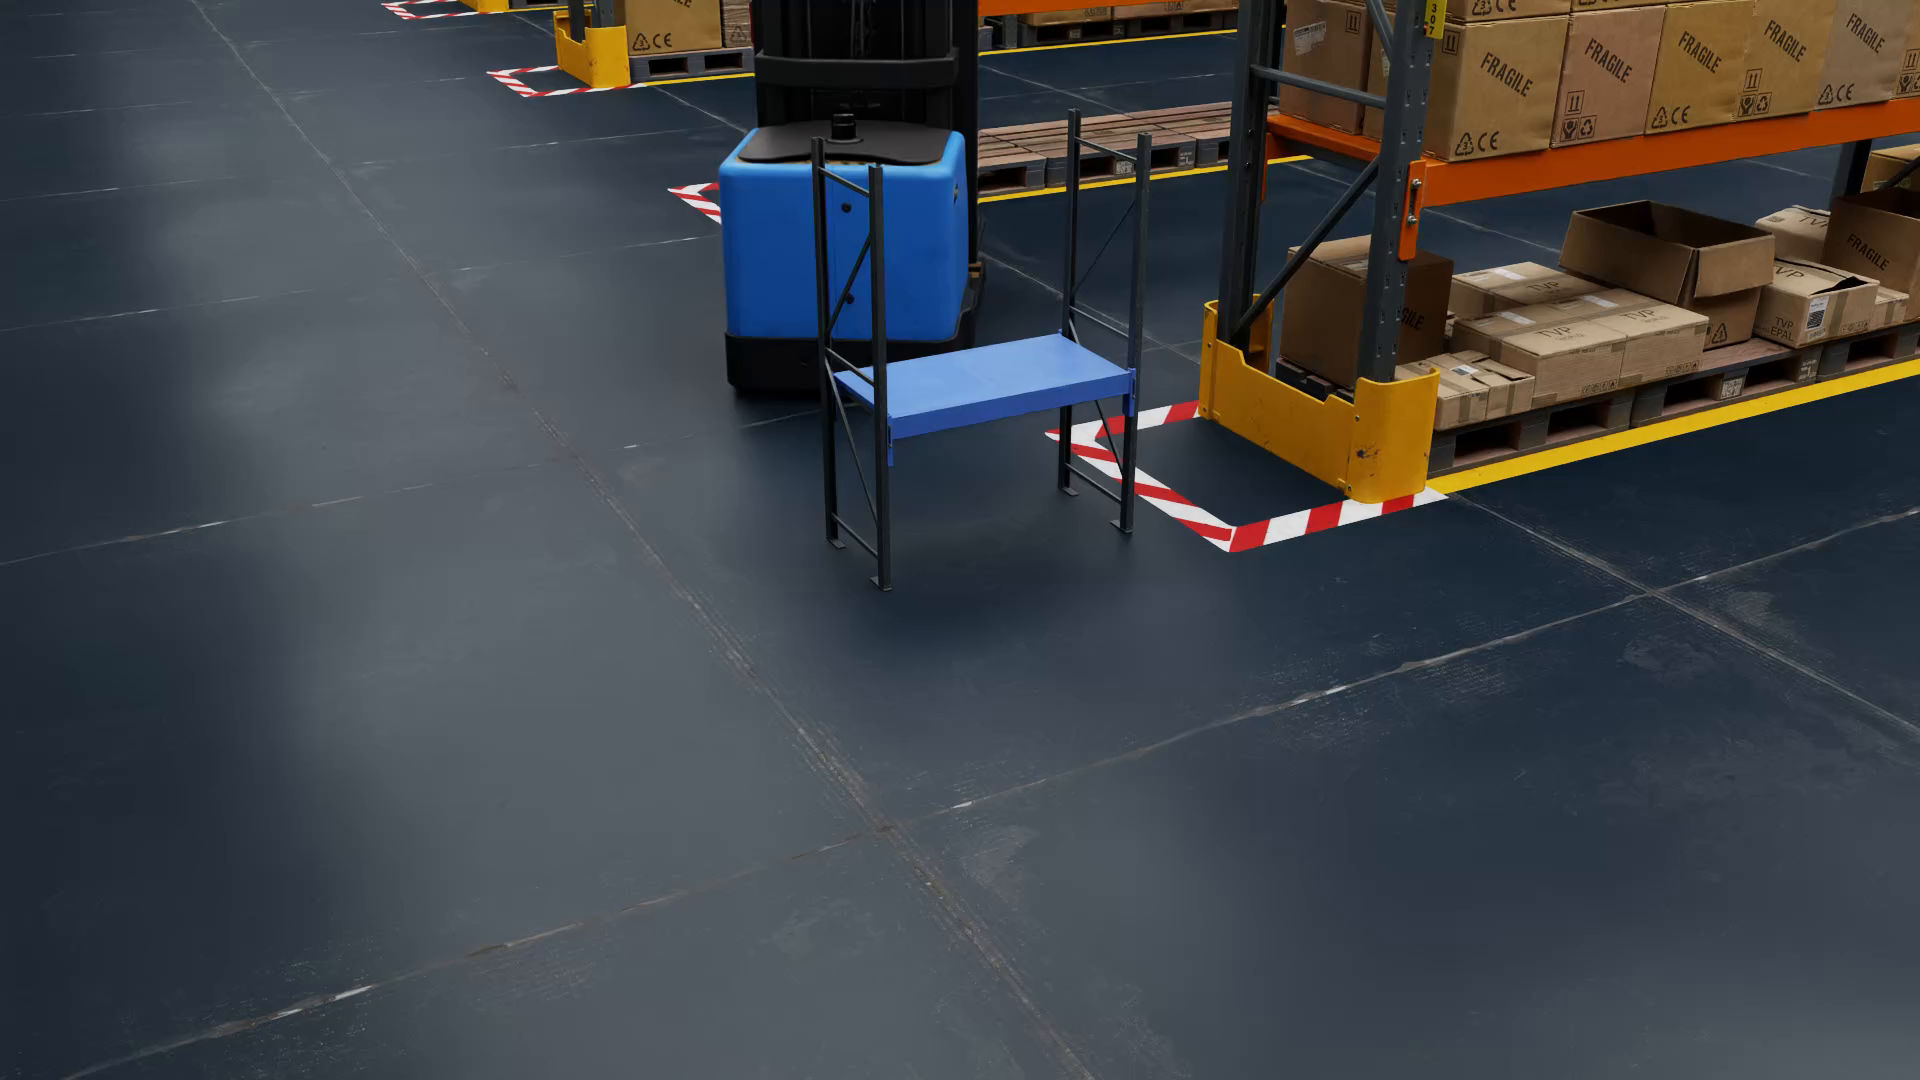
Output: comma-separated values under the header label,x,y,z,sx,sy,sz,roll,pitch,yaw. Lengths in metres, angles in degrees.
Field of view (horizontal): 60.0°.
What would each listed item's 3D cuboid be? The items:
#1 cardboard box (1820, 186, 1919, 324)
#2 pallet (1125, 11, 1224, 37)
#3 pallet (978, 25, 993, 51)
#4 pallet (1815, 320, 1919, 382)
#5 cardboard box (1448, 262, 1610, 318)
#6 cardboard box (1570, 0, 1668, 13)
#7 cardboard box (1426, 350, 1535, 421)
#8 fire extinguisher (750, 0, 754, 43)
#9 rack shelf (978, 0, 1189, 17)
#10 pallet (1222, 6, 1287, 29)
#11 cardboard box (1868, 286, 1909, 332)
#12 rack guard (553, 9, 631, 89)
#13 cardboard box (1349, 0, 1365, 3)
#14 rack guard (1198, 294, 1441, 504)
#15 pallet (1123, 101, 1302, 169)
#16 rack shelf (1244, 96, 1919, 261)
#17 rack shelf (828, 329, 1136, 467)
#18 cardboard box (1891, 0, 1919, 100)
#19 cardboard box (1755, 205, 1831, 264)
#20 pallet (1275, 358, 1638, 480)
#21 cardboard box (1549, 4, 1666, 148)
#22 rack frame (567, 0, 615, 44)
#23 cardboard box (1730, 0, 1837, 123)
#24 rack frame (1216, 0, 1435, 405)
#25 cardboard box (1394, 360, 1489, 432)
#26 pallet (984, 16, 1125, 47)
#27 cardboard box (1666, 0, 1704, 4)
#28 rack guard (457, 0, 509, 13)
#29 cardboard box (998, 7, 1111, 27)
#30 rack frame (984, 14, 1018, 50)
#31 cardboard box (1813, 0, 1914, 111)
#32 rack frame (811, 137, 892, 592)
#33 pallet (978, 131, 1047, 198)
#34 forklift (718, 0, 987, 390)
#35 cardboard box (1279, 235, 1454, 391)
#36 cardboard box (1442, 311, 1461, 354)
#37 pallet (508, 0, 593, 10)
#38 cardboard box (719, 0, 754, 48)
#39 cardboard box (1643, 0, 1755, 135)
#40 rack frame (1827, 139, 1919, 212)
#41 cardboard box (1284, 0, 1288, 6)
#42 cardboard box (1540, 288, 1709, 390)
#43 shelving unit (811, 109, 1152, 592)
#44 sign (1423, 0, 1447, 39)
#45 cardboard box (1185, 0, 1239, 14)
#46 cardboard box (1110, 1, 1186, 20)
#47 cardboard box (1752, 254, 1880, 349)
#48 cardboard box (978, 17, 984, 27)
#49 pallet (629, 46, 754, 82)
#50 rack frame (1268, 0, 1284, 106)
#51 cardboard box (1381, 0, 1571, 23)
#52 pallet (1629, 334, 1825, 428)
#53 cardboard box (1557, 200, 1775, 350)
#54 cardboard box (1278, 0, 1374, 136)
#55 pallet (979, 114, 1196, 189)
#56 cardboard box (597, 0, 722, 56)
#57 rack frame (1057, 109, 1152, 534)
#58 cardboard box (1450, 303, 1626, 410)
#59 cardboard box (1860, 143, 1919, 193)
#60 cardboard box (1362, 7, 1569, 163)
label,x,y,z,sx,sy,sz,roll,pitch,yaw
cardboard box,4.559,-1.388,8.055,0.500,0.500,0.500,-13,29,-25
pallet,1.993,-5.504,17.470,1.213,0.211,1.003,-13,29,-25
pallet,-0.438,-4.943,16.301,1.213,0.211,1.003,-13,29,-25
pallet,4.322,-1.144,8.390,1.213,0.211,1.003,-13,29,-25
cardboard box,2.615,-1.072,7.686,0.500,0.250,0.500,-13,29,-25
cardboard box,2.372,-2.321,6.348,0.500,0.500,0.500,-13,28,-25
cardboard box,2.151,-0.652,6.908,0.250,0.166,0.380,-13,29,-25
fire extinguisher,-1.276,-3.559,10.717,0.183,0.674,0.296,-13,29,-25
rack shelf,0.836,-3.702,11.326,4.000,0.370,1.077,-13,29,-25
pallet,3.068,-5.751,17.984,1.213,0.211,1.003,-13,29,-25
cardboard box,4.256,-1.130,7.924,0.250,0.149,0.380,-13,29,-25
rack guard,-3.281,-4.379,14.792,0.348,0.500,1.175,-13,29,-25
cardboard box,1.662,-2.418,6.549,0.500,0.500,0.500,-13,29,-26
rack guard,1.466,-0.615,6.953,0.348,0.500,1.175,-13,29,-25
pallet,1.970,-3.012,12.279,1.213,0.211,1.003,-13,29,-25
rack shelf,3.164,-1.809,7.384,4.000,0.370,1.077,-13,29,-25
rack shelf,0.075,-0.531,6.039,1.000,0.185,0.538,-13,29,-25
cardboard box,4.154,-2.281,7.419,0.500,0.500,0.500,-12,28,-24
cardboard box,4.456,-1.524,8.557,0.500,0.311,0.500,-13,29,-25
pallet,2.169,-0.647,7.355,1.213,0.211,1.003,-13,29,-25
cardboard box,2.367,-1.868,6.560,0.500,0.500,0.500,-13,29,-26
rack frame,-3.259,-5.510,14.261,0.127,3.000,1.000,-13,29,-25
cardboard box,3.253,-2.070,6.981,0.500,0.500,0.500,-13,28,-24
rack frame,1.399,-1.726,6.380,0.127,3.000,1.000,-13,29,-25
cardboard box,1.930,-0.593,6.806,0.250,0.149,0.380,-13,29,-25
pallet,0.916,-5.254,16.949,1.213,0.211,1.003,-13,29,-25
cardboard box,2.816,-2.421,6.556,0.500,0.500,0.500,-13,28,-24
rack guard,-5.437,-6.314,18.823,0.348,0.500,1.175,-13,29,-25
cardboard box,0.825,-5.695,16.615,0.875,0.875,1.225,-13,29,-25
rack frame,0.270,-6.325,15.958,0.127,3.000,1.000,-13,29,-25
cardboard box,3.702,-2.175,7.199,0.500,0.500,0.500,-12,28,-24
rack frame,-0.373,-0.590,5.746,0.032,1.500,0.500,-13,29,-25
pallet,-0.183,-2.515,11.244,1.213,0.211,1.003,-13,29,-25
forklift,-0.436,-2.582,8.242,1.130,2.935,3.031,2,26,4
cardboard box,1.763,-1.003,7.252,0.500,0.500,0.500,-13,29,-25
cardboard box,2.162,-0.900,7.425,0.250,0.166,0.380,-13,29,-25
pallet,-4.704,-6.336,19.202,1.213,0.211,1.003,-13,29,-25
cardboard box,-1.929,-5.088,15.351,0.875,0.875,0.875,-13,29,-25
cardboard box,2.811,-1.969,6.770,0.500,0.500,0.500,-13,29,-25
rack frame,4.928,-2.541,8.077,0.127,3.000,1.000,-13,29,-25
cardboard box,3.181,-6.239,17.748,0.875,0.875,1.225,-14,29,-27
cardboard box,2.895,-0.891,7.309,0.500,0.250,0.500,-13,29,-25
shelving unit,0.075,-0.693,5.962,1.048,1.500,0.538,-13,29,-25
sign,1.654,-1.909,5.761,0.005,0.325,0.100,-13,29,-25
cardboard box,2.391,-6.060,17.376,0.875,0.875,1.225,-13,29,-25
cardboard box,1.613,-5.877,16.994,0.875,0.875,1.225,-14,29,-27
cardboard box,3.897,-1.150,7.778,0.500,0.311,0.500,-13,29,-25
cardboard box,-0.350,-5.453,16.111,0.875,0.875,0.875,-13,29,-25
pallet,-2.591,-4.446,15.266,1.213,0.211,1.003,-13,29,-25
rack frame,2.601,-4.433,12.018,0.127,3.000,1.000,-13,29,-25
cardboard box,1.915,-2.212,6.120,0.500,0.500,0.500,-12,28,-24
pallet,3.244,-0.894,7.869,1.213,0.211,1.003,-13,29,-25
cardboard box,3.273,-1.229,7.721,0.637,0.503,0.797,-13,29,-25
cardboard box,1.666,-1.967,6.765,0.500,0.500,0.500,-12,28,-24
pallet,0.892,-2.762,11.758,1.213,0.211,1.003,-13,29,-25
cardboard box,-2.732,-4.903,14.965,0.875,0.875,0.875,-13,29,-25
rack frame,0.524,-0.797,6.177,0.032,1.500,0.500,-13,29,-25
cardboard box,2.453,-0.789,7.097,0.500,0.250,0.500,-13,29,-25
cardboard box,5.229,-1.822,8.960,0.500,0.500,0.500,-13,29,-25
cardboard box,1.915,-1.761,6.337,0.500,0.500,0.500,-12,28,-24
